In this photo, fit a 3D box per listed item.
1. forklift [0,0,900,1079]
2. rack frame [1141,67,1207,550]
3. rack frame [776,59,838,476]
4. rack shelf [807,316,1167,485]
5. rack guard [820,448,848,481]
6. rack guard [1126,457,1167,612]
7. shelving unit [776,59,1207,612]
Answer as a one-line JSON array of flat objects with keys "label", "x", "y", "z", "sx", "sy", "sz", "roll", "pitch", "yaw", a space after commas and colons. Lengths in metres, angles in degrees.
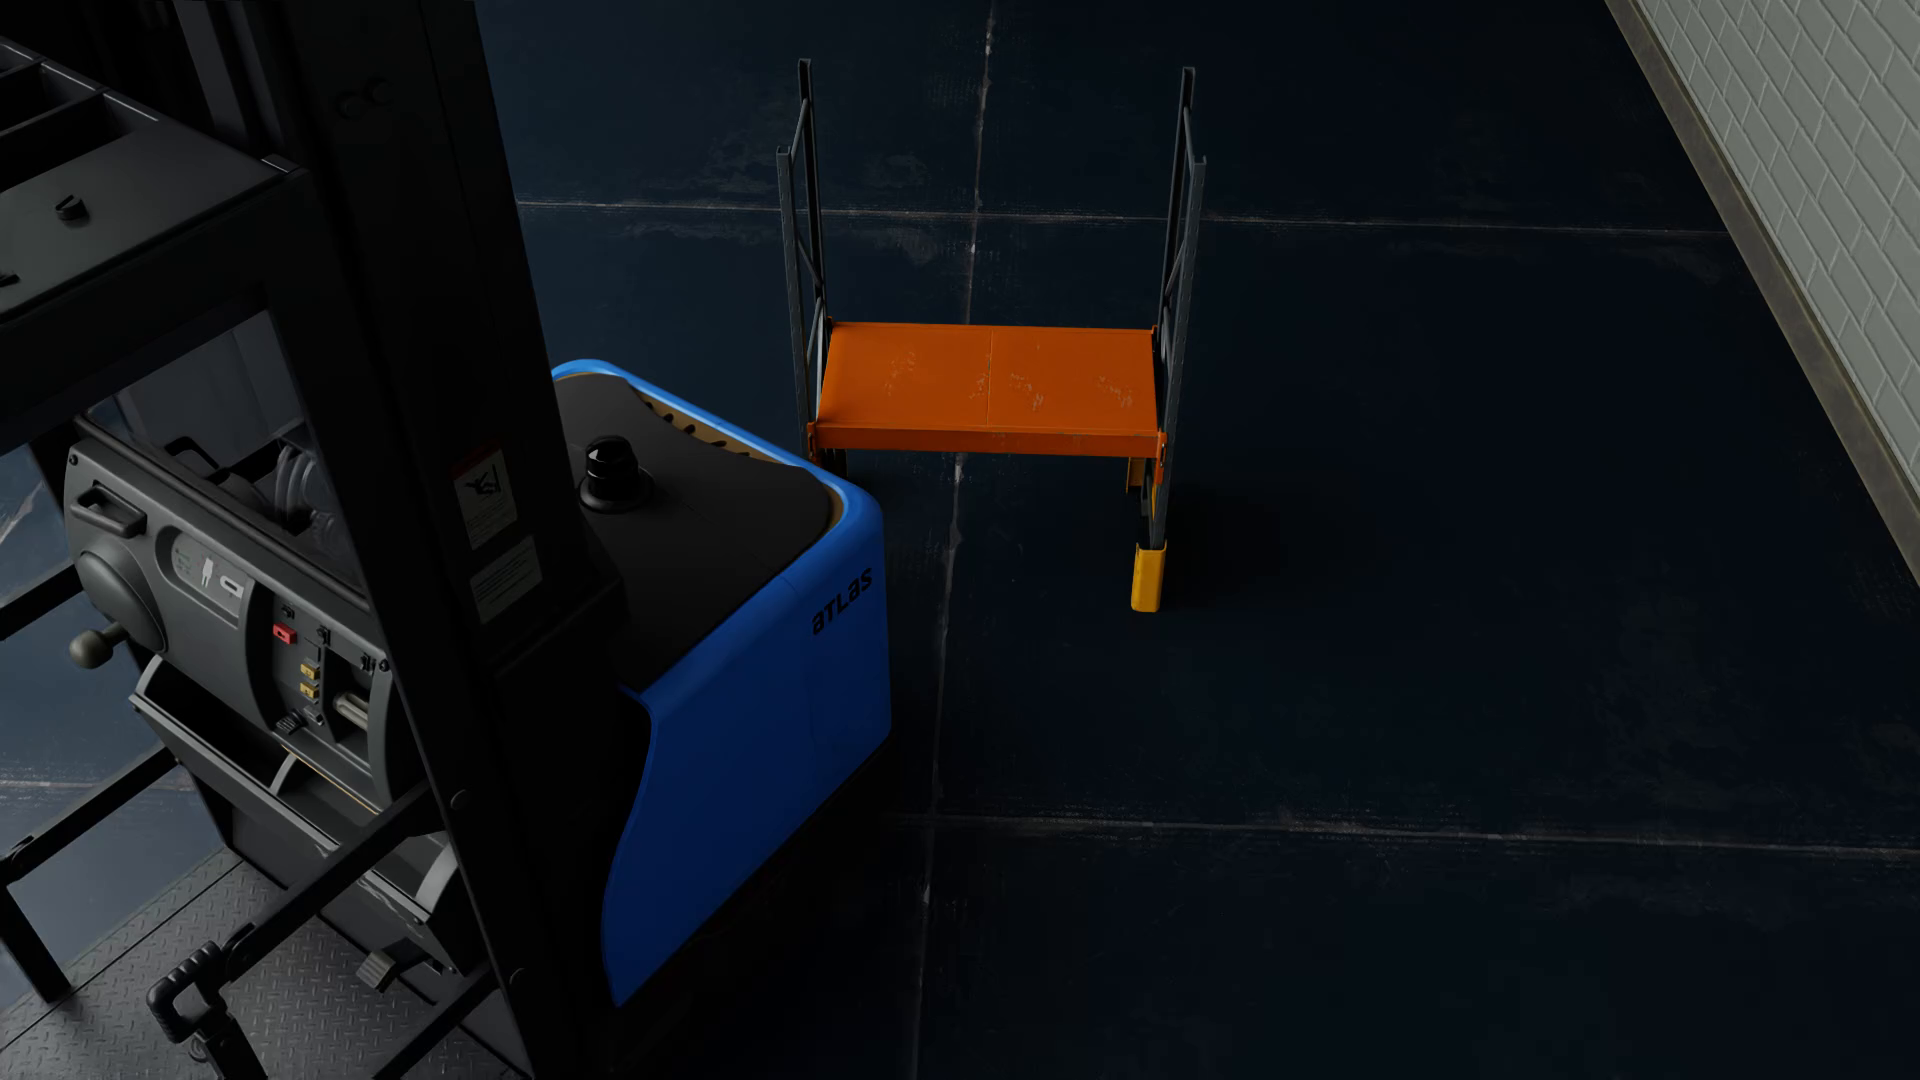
[{"label": "forklift", "x": -1.436, "y": 0.236, "z": 2.846, "sx": 1.130, "sy": 2.935, "sz": 3.031, "roll": 27, "pitch": 49, "yaw": 26}, {"label": "rack frame", "x": 0.593, "y": -0.531, "z": 4.719, "sx": 0.032, "sy": 1.500, "sz": 0.500, "roll": 2, "pitch": 43, "yaw": 2}, {"label": "rack frame", "x": -0.423, "y": -0.562, "z": 4.753, "sx": 0.032, "sy": 1.500, "sz": 0.500, "roll": 2, "pitch": 43, "yaw": 2}, {"label": "rack shelf", "x": 0.085, "y": -0.415, "z": 4.859, "sx": 1.000, "sy": 0.185, "sz": 0.538, "roll": 2, "pitch": 43, "yaw": 2}, {"label": "rack guard", "x": -0.421, "y": -0.104, "z": 5.179, "sx": 0.087, "sy": 0.250, "sz": 0.587, "roll": 2, "pitch": 43, "yaw": 2}, {"label": "rack guard", "x": 0.574, "y": -0.074, "z": 5.146, "sx": 0.087, "sy": 0.250, "sz": 0.587, "roll": 2, "pitch": 43, "yaw": 2}, {"label": "shelving unit", "x": 0.076, "y": -0.546, "z": 4.736, "sx": 1.083, "sy": 1.500, "sz": 0.587, "roll": 2, "pitch": 43, "yaw": 2}]
